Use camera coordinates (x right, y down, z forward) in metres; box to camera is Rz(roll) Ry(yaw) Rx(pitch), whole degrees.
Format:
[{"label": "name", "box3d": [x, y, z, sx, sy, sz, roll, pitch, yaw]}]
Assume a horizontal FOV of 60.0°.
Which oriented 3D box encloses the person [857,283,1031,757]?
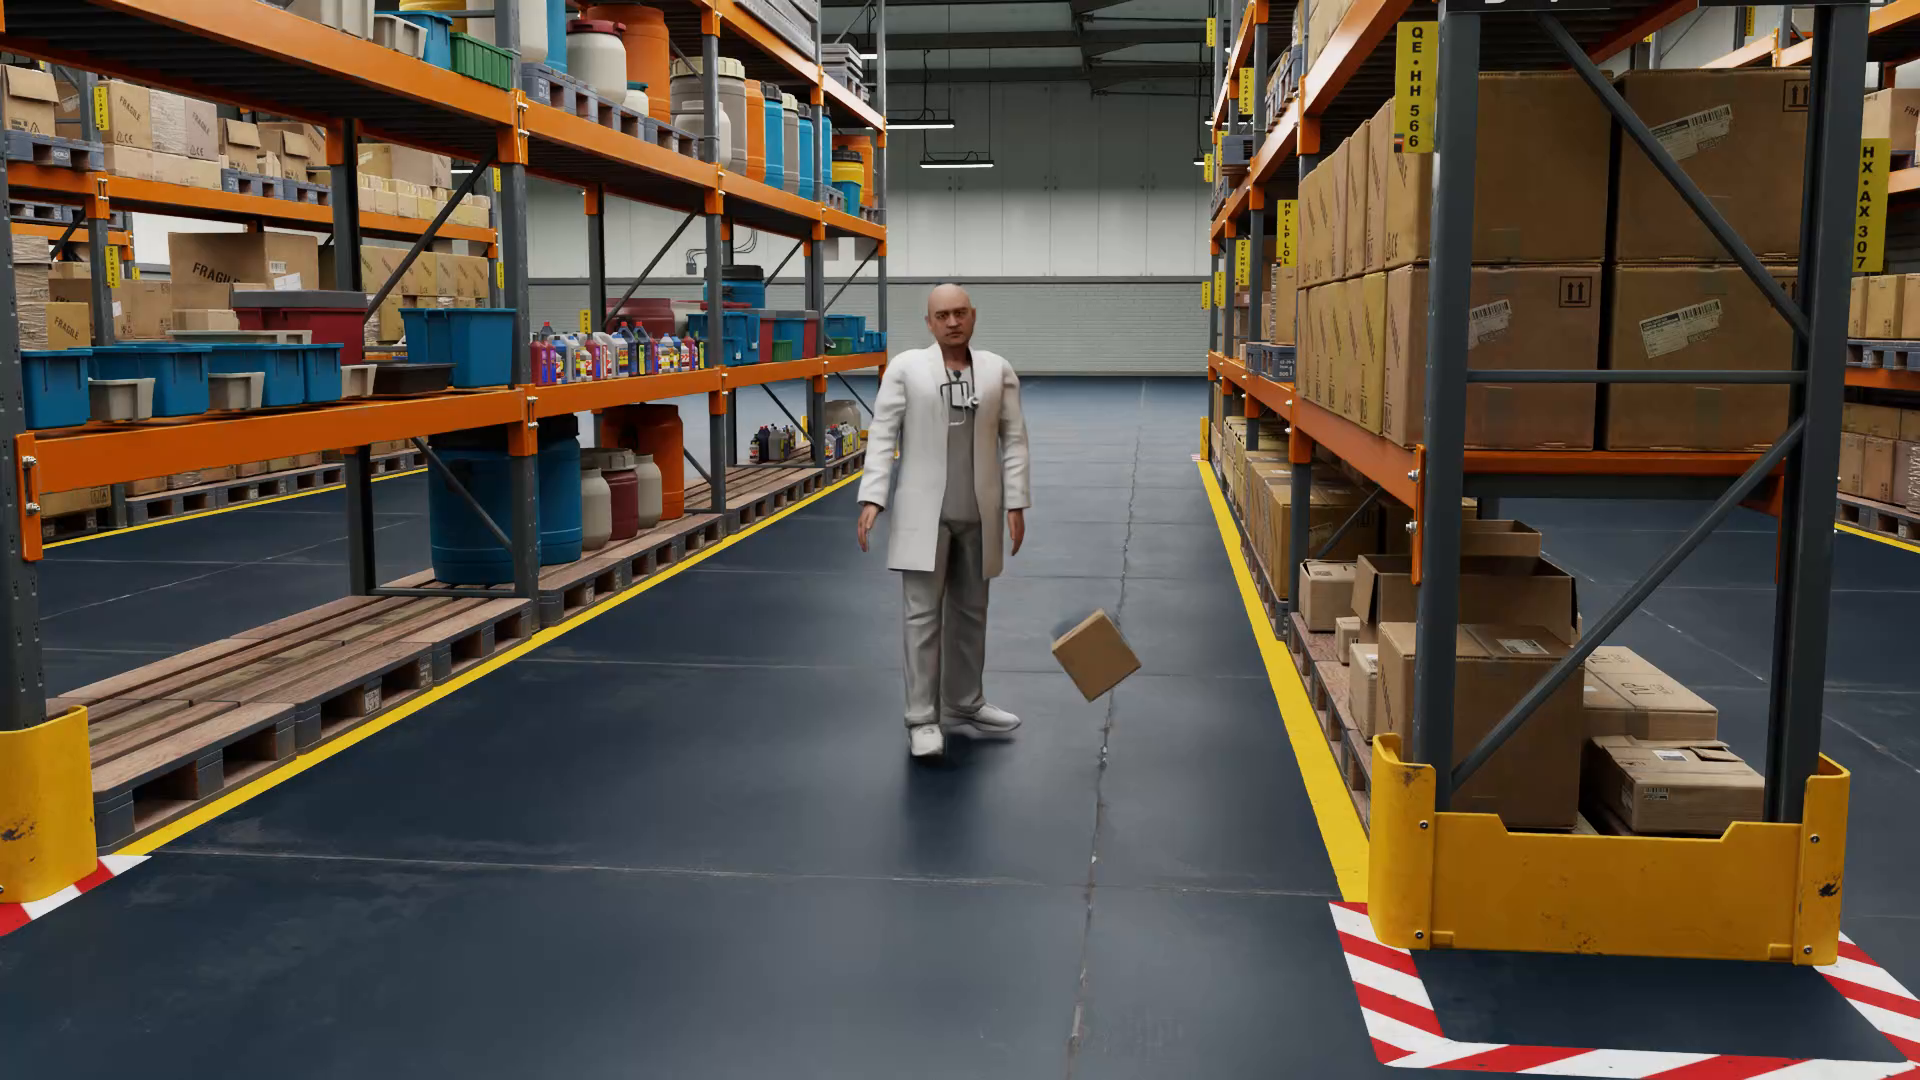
[{"label": "person", "box3d": [-0.047, -0.090, 6.377, 0.711, 1.772, 0.667, -3, 8, -19]}]
